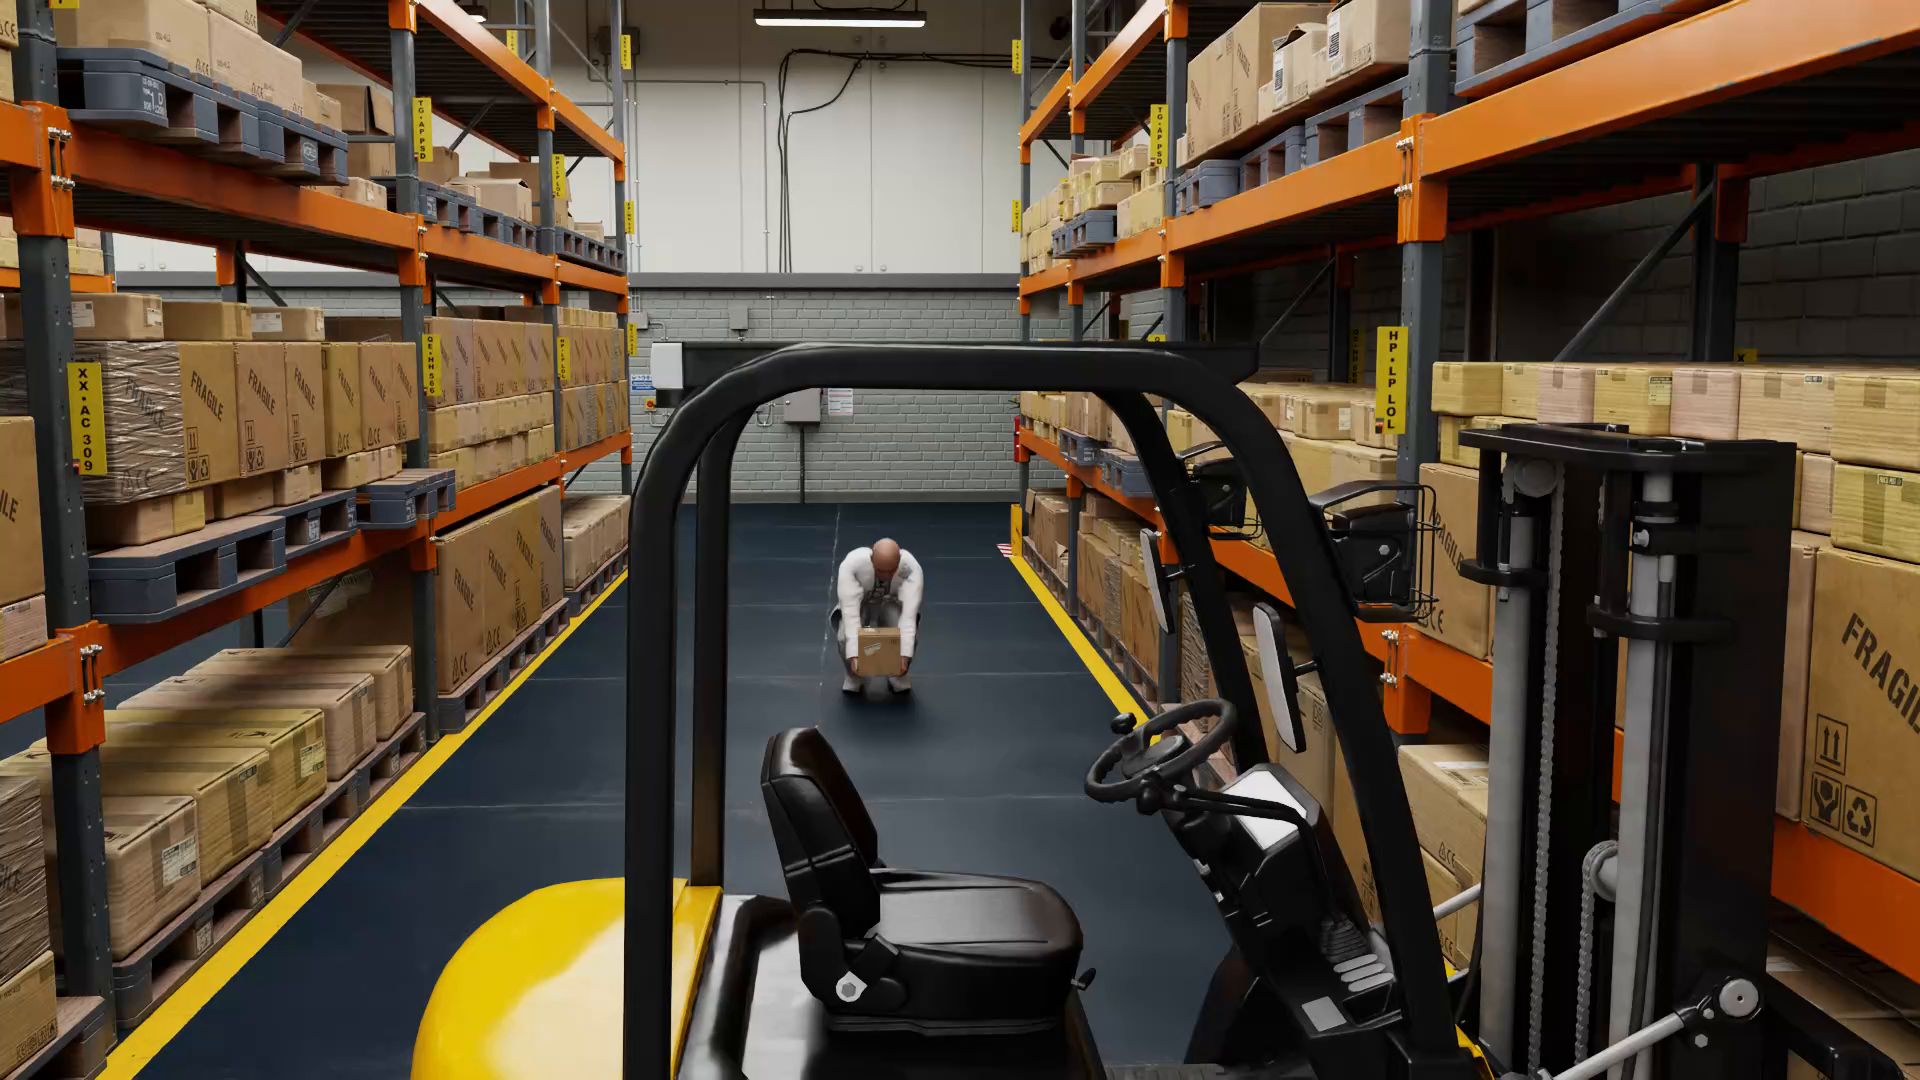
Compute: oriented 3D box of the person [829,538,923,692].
[{"bbox_3d":[-0.518,0.465,10.264,0.577,0.984,0.930,-1,7,-5],"label":"person"}]
